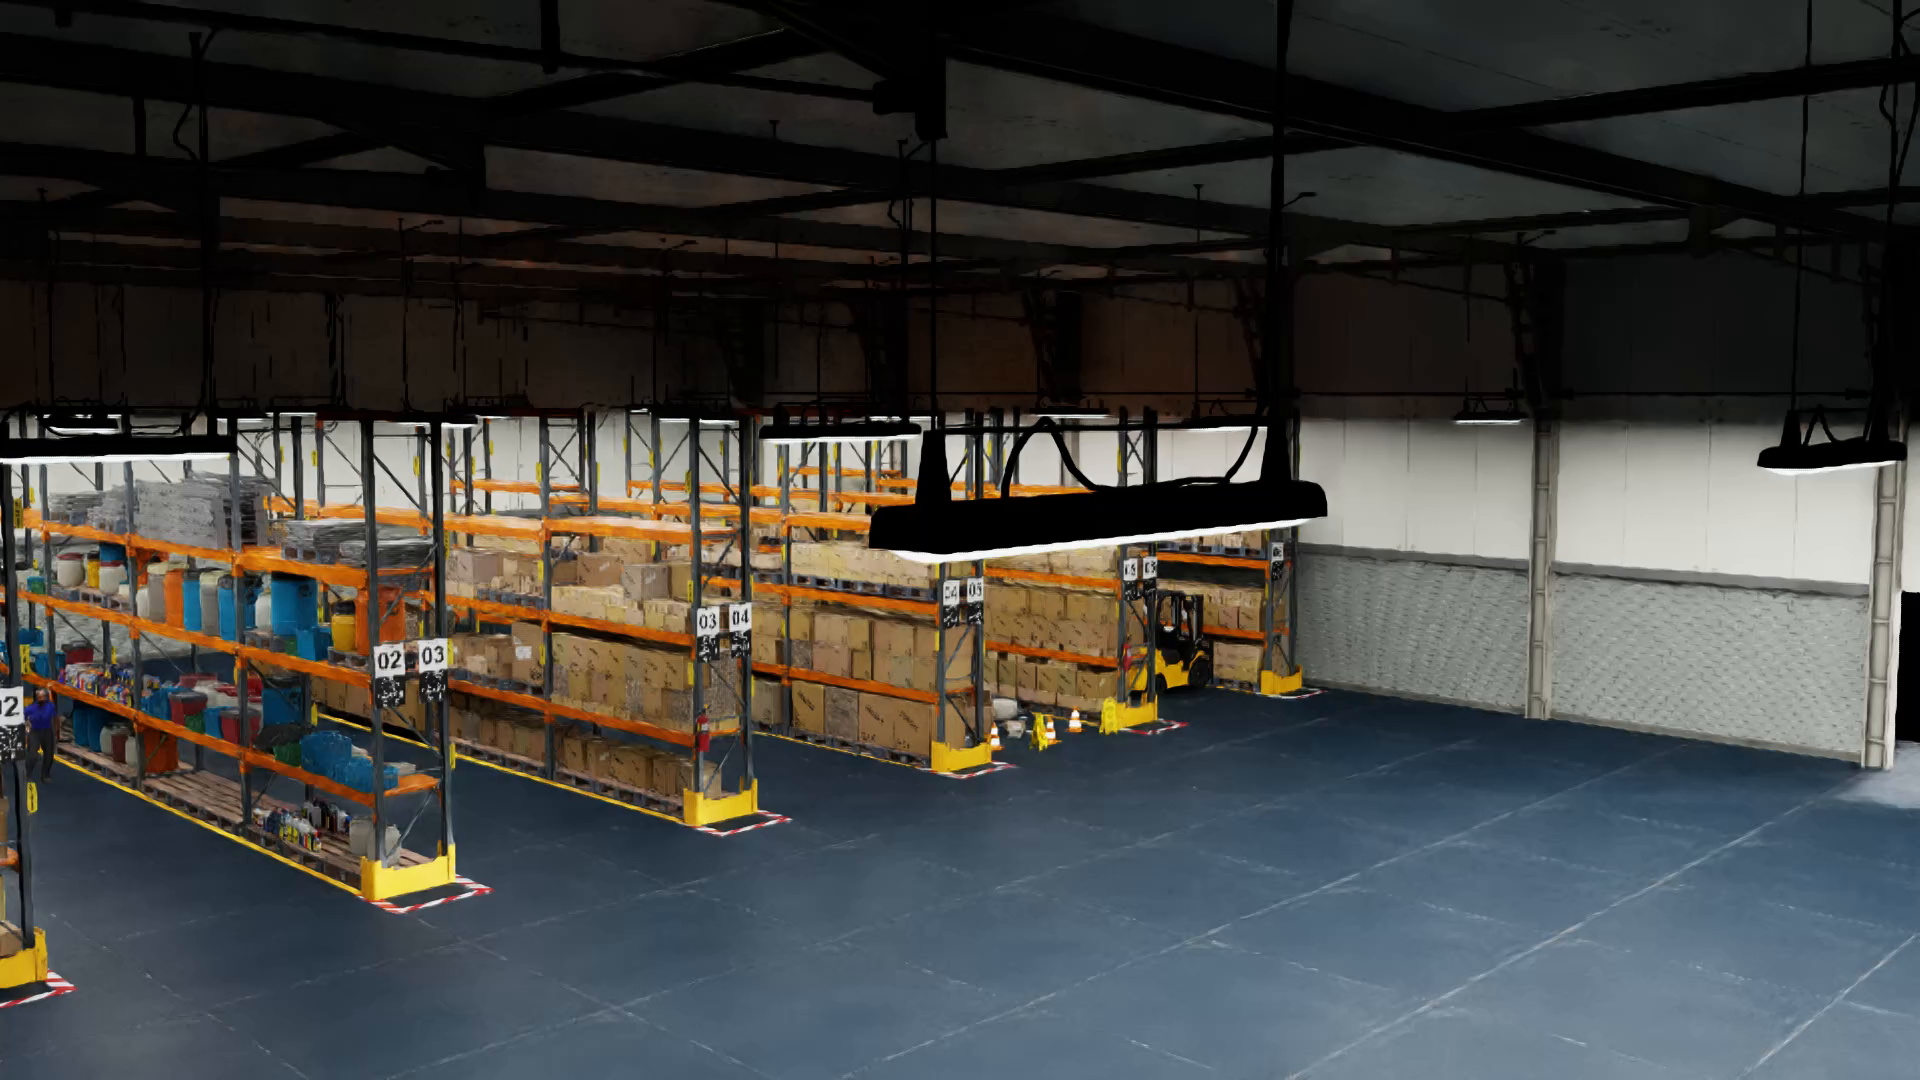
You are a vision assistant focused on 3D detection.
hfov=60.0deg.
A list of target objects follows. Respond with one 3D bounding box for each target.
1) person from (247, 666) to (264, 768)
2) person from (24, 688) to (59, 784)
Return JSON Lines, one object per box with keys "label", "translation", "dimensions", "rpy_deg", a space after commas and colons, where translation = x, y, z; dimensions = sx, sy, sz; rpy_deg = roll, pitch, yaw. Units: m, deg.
{"label": "person", "translation": [-11.894, 3.006, 28.119], "dimensions": [0.593, 1.654, 0.457], "rpy_deg": [1, 5, 13]}
{"label": "person", "translation": [-14.853, 3.164, 26.829], "dimensions": [0.518, 1.604, 0.592], "rpy_deg": [5, 7, 43]}
